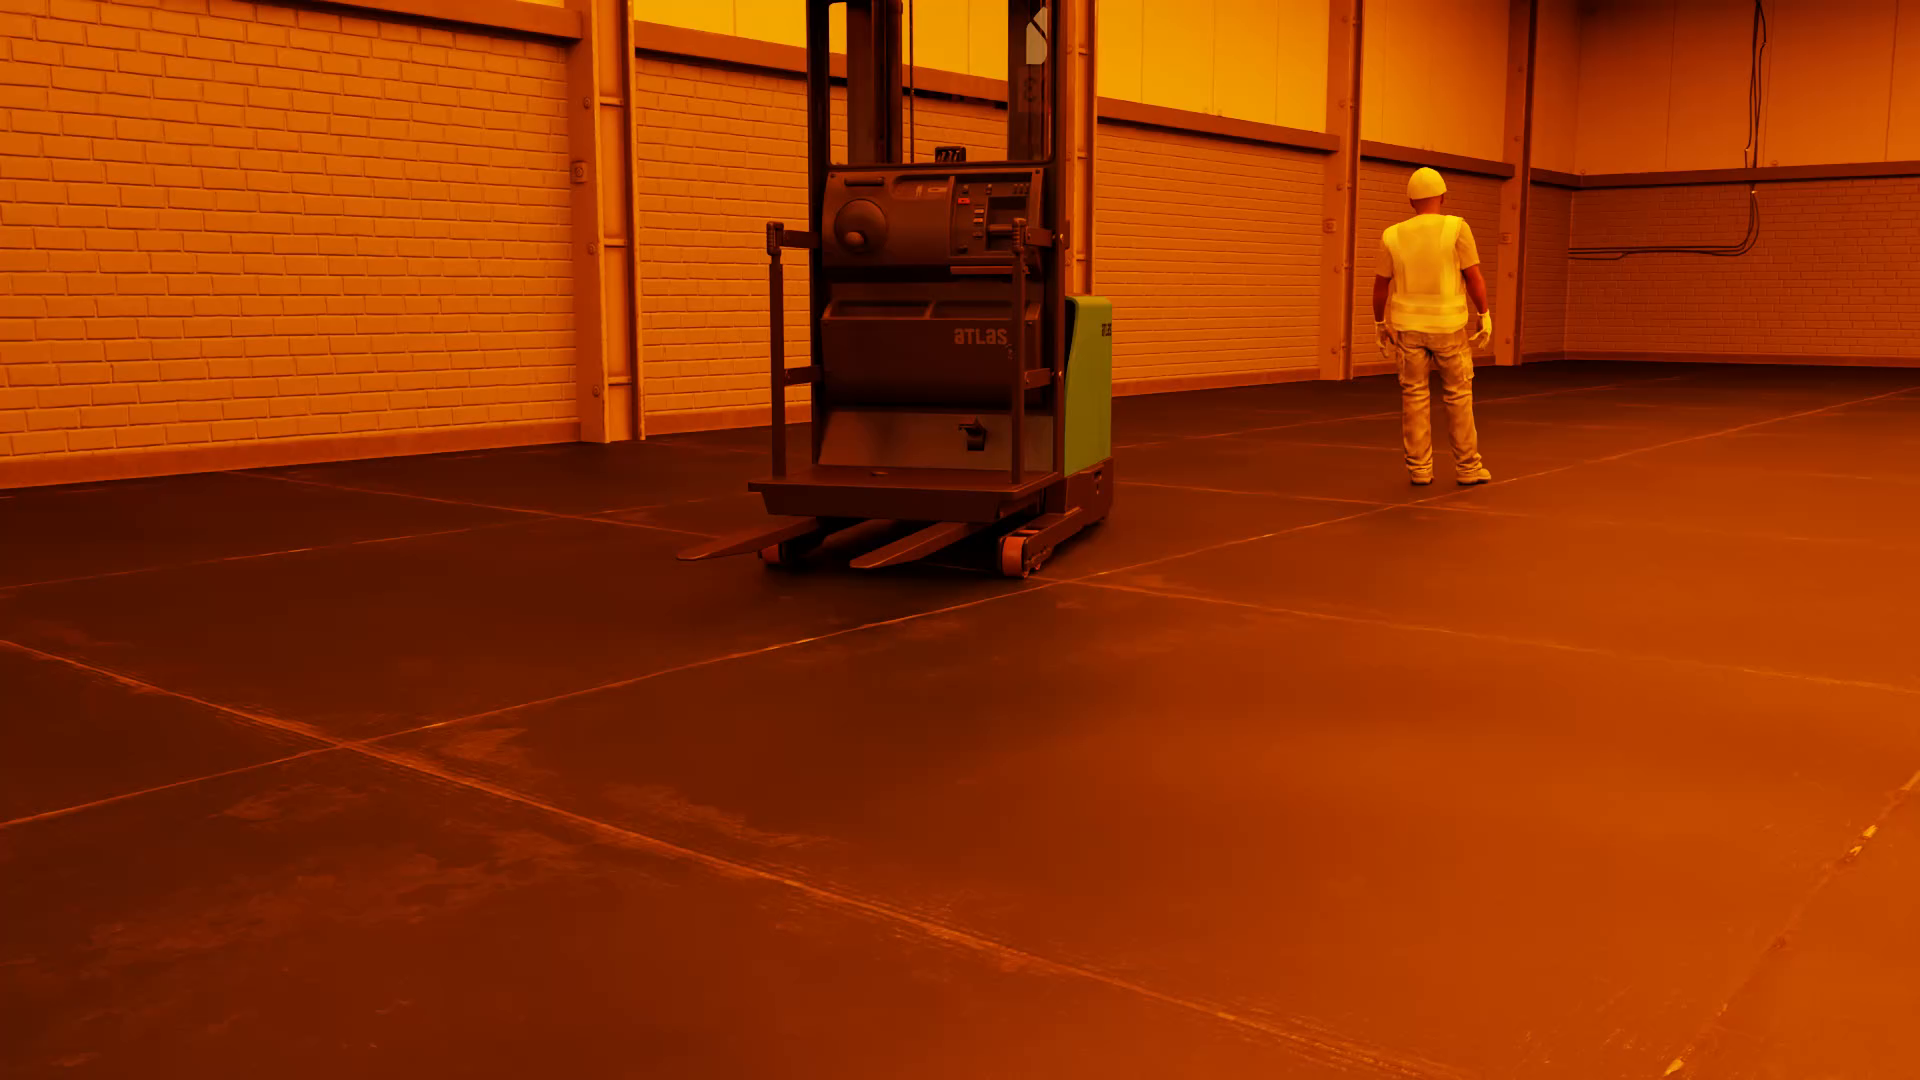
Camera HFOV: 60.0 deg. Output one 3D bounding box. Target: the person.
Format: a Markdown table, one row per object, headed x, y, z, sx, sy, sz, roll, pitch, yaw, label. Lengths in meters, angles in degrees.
| x | y | z | sx | sy | sz | roll | pitch | yaw | label |
| --- | --- | --- | --- | --- | --- | --- | --- | --- | --- |
| 2.718 | -1.221 | 9.538 | 0.657 | 1.783 | 0.577 | 5 | 10 | 29 | person |

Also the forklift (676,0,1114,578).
| x | y | z | sx | sy | sz | roll | pitch | yaw | label |
| --- | --- | --- | --- | --- | --- | --- | --- | --- | --- |
| -0.176 | -1.366 | 6.616 | 1.130 | 2.935 | 3.031 | 3 | 9 | 17 | forklift |
